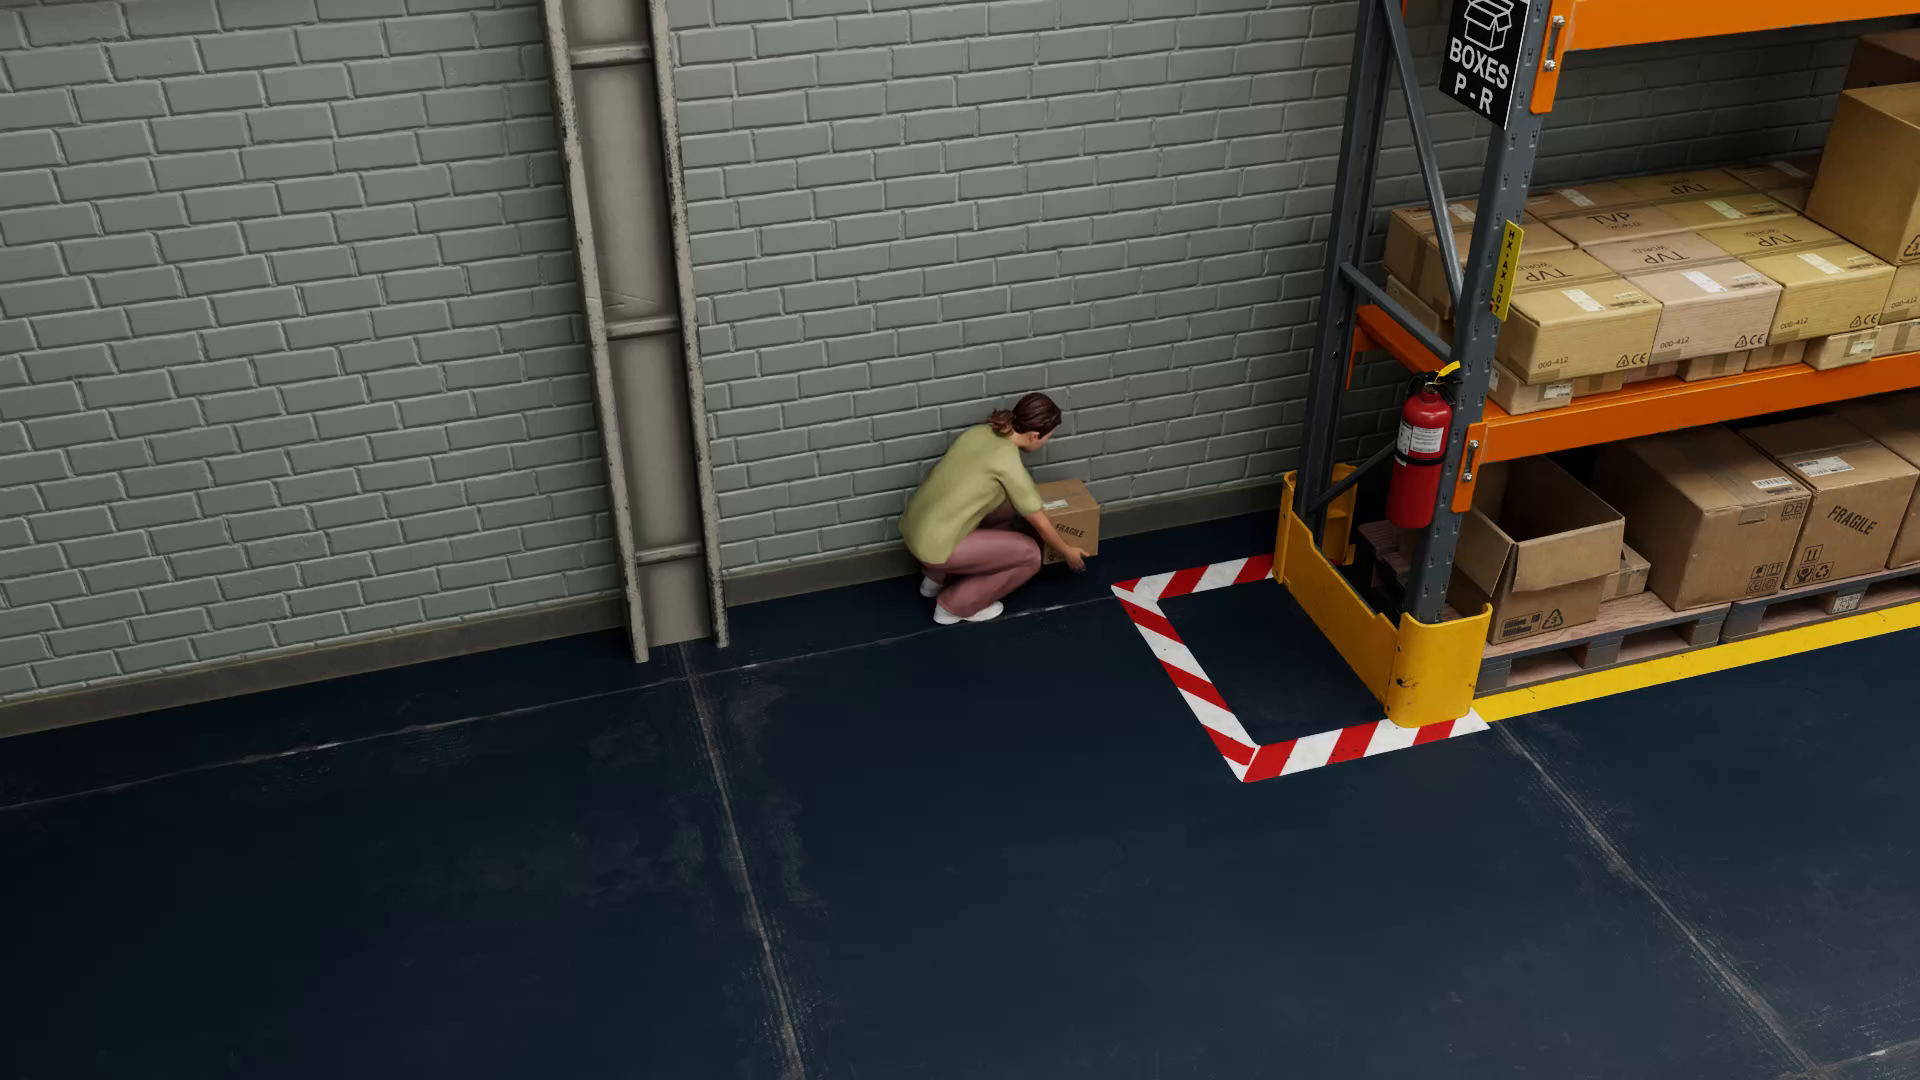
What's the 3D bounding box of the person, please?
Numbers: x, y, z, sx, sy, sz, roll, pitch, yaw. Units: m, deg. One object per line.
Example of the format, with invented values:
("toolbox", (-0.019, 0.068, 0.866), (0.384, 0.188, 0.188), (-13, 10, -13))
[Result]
("person", (0.137, -0.146, 7.028), (0.802, 0.937, 0.474), (-11, 35, -15))
